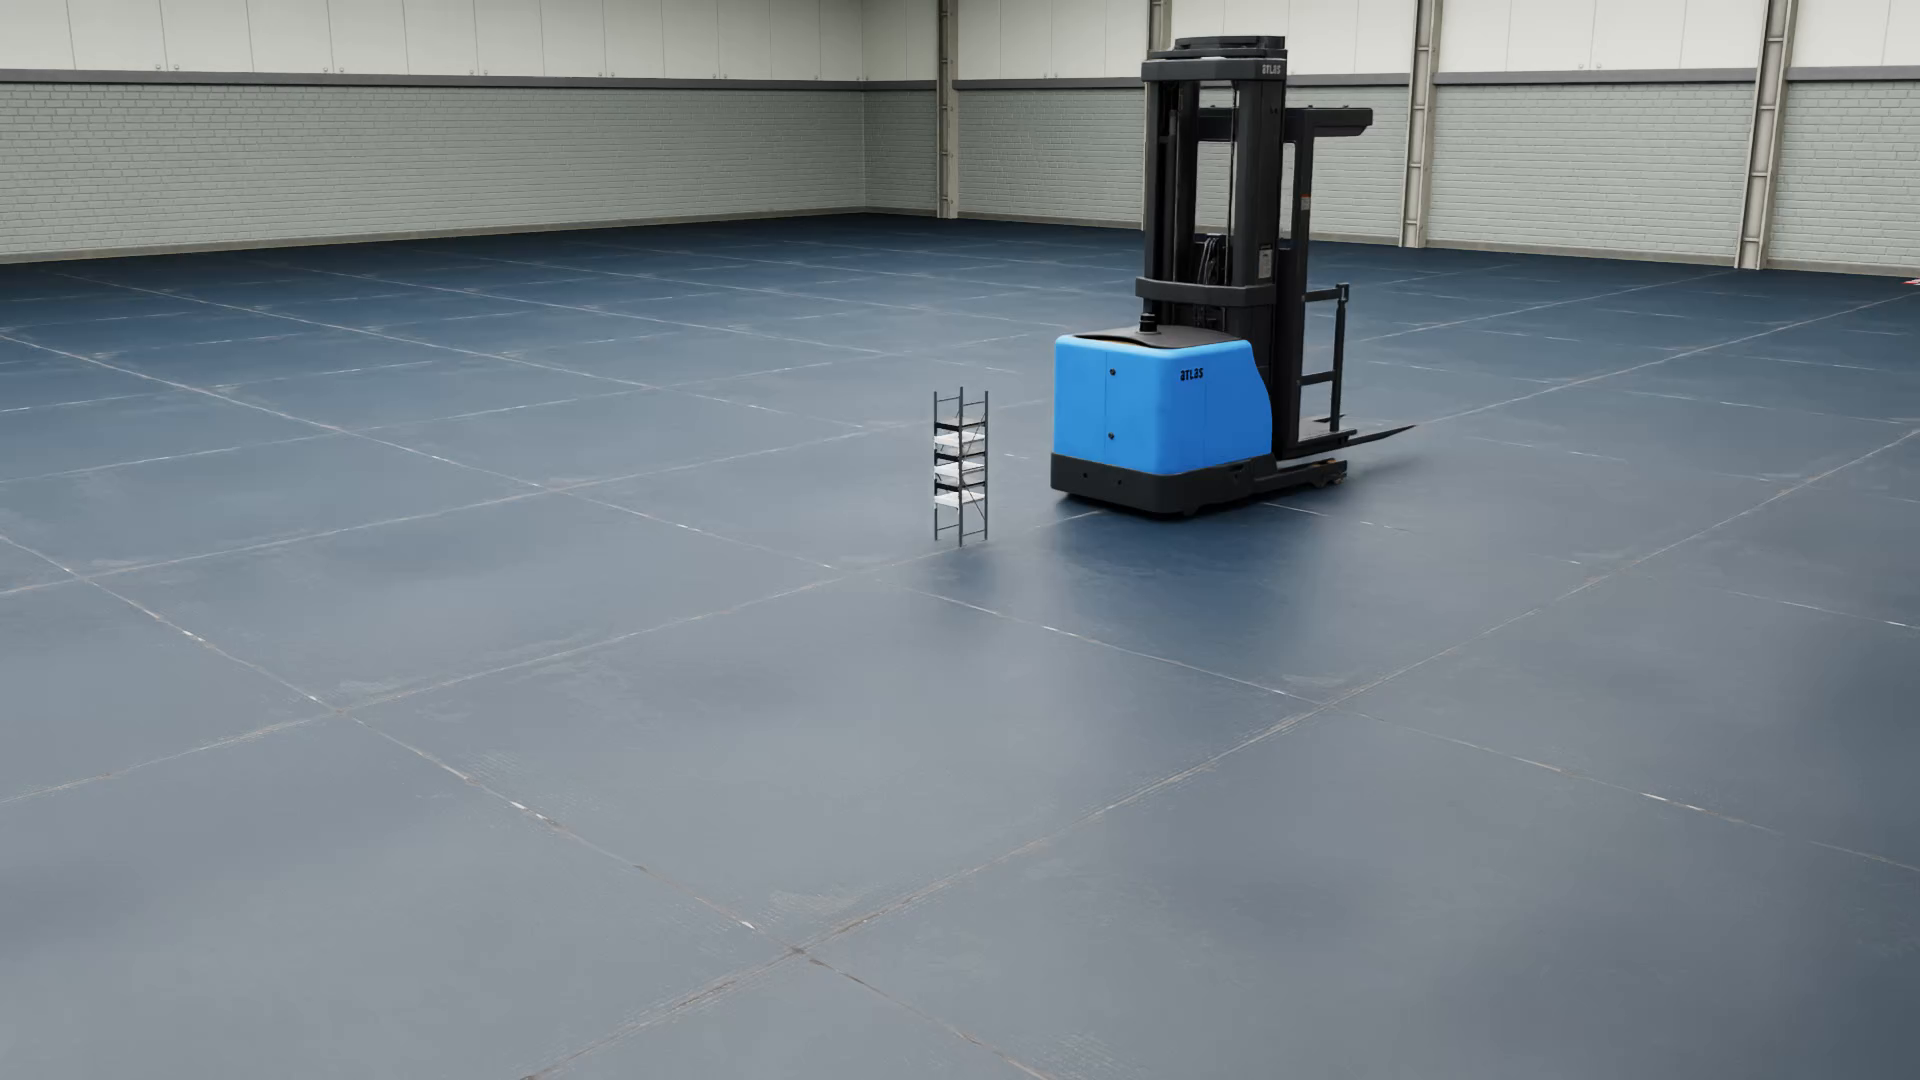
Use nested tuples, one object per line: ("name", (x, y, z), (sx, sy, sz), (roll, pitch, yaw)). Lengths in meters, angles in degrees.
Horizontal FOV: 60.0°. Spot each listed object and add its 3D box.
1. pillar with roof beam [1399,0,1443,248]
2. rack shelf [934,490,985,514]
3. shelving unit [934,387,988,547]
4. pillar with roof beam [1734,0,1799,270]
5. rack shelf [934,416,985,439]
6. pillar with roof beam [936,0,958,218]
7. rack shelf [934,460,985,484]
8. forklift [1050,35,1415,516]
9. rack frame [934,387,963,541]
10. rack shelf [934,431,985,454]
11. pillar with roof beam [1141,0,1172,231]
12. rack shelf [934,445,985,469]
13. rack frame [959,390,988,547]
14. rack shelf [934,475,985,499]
("pillar with roof beam", (5.364, -8.984, 26.564), (0.400, 9.000, 9.100), (14, 20, 42))
("rack shelf", (0.006, -0.228, 9.867), (0.200, 0.077, 0.258), (14, 20, 42))
("shelving unit", (0.006, -0.434, 9.813), (0.210, 0.900, 0.258), (14, 20, 42))
("pillar with roof beam", (9.683, -7.934, 22.534), (0.400, 9.000, 9.100), (14, 20, 42))
("rack shelf", (0.006, -0.663, 9.753), (0.200, 0.077, 0.258), (14, 20, 42))
("pillar with roof beam", (-3.275, -11.084, 34.624), (0.400, 9.000, 9.100), (14, 20, 42))
("rack shelf", (0.006, -0.402, 9.822), (0.200, 0.077, 0.258), (14, 20, 42))
("forklift", (2.025, -1.858, 11.250), (3.031, 2.935, 1.130), (-13, 19, -41))
("rack frame", (-0.067, -0.452, 9.881), (0.006, 0.900, 0.240), (14, 20, 42))
("rack shelf", (0.006, -0.576, 9.776), (0.200, 0.077, 0.258), (14, 20, 42))
("pillar with roof beam", (1.045, -10.034, 30.594), (0.400, 9.000, 9.100), (14, 20, 42))
("rack shelf", (0.006, -0.489, 9.799), (0.200, 0.077, 0.258), (14, 20, 42))
("rack frame", (0.079, -0.416, 9.745), (0.006, 0.900, 0.240), (14, 20, 42))
("rack shelf", (0.006, -0.315, 9.844), (0.200, 0.077, 0.258), (14, 20, 42))
